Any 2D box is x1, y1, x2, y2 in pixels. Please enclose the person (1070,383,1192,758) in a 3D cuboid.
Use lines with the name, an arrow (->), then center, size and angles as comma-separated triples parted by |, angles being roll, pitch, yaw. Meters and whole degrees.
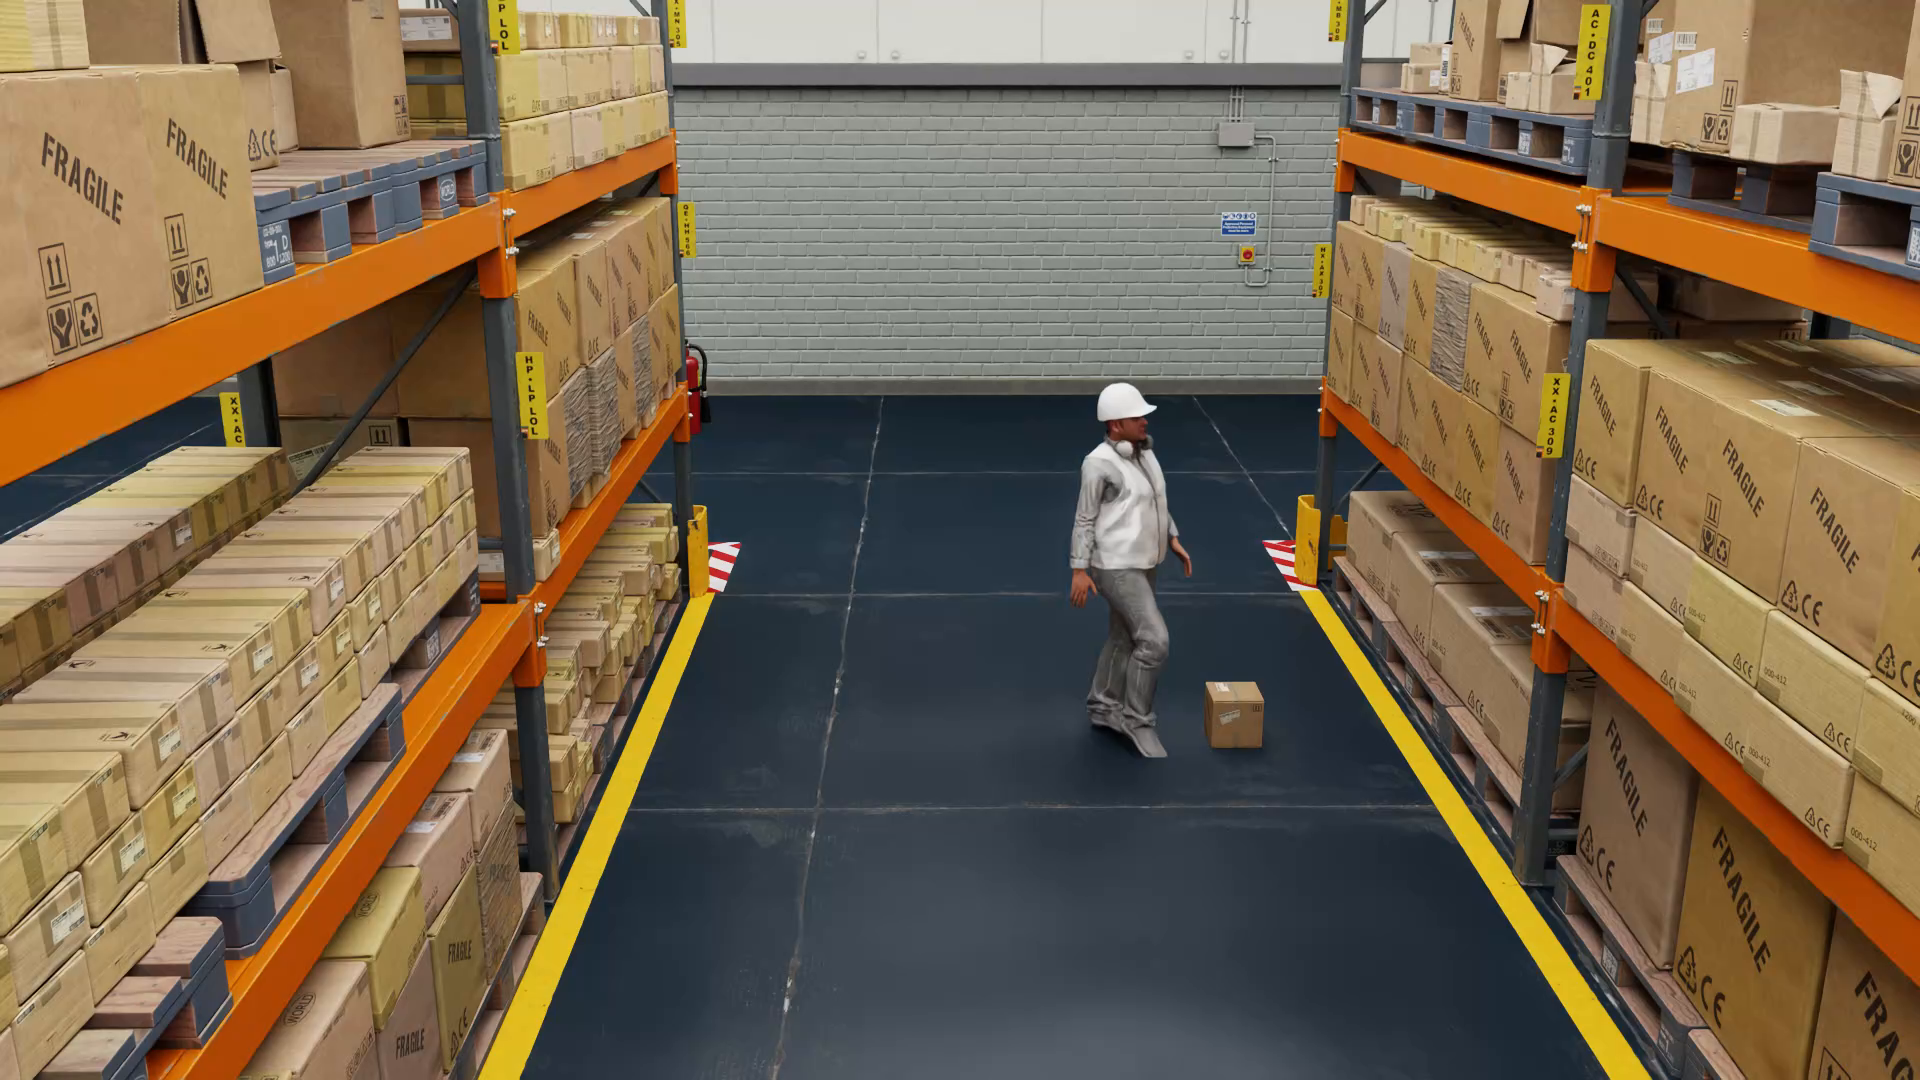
person -> 0.870, 0.142, 8.094 | 0.524, 1.817, 0.631 | 10, 20, 29
